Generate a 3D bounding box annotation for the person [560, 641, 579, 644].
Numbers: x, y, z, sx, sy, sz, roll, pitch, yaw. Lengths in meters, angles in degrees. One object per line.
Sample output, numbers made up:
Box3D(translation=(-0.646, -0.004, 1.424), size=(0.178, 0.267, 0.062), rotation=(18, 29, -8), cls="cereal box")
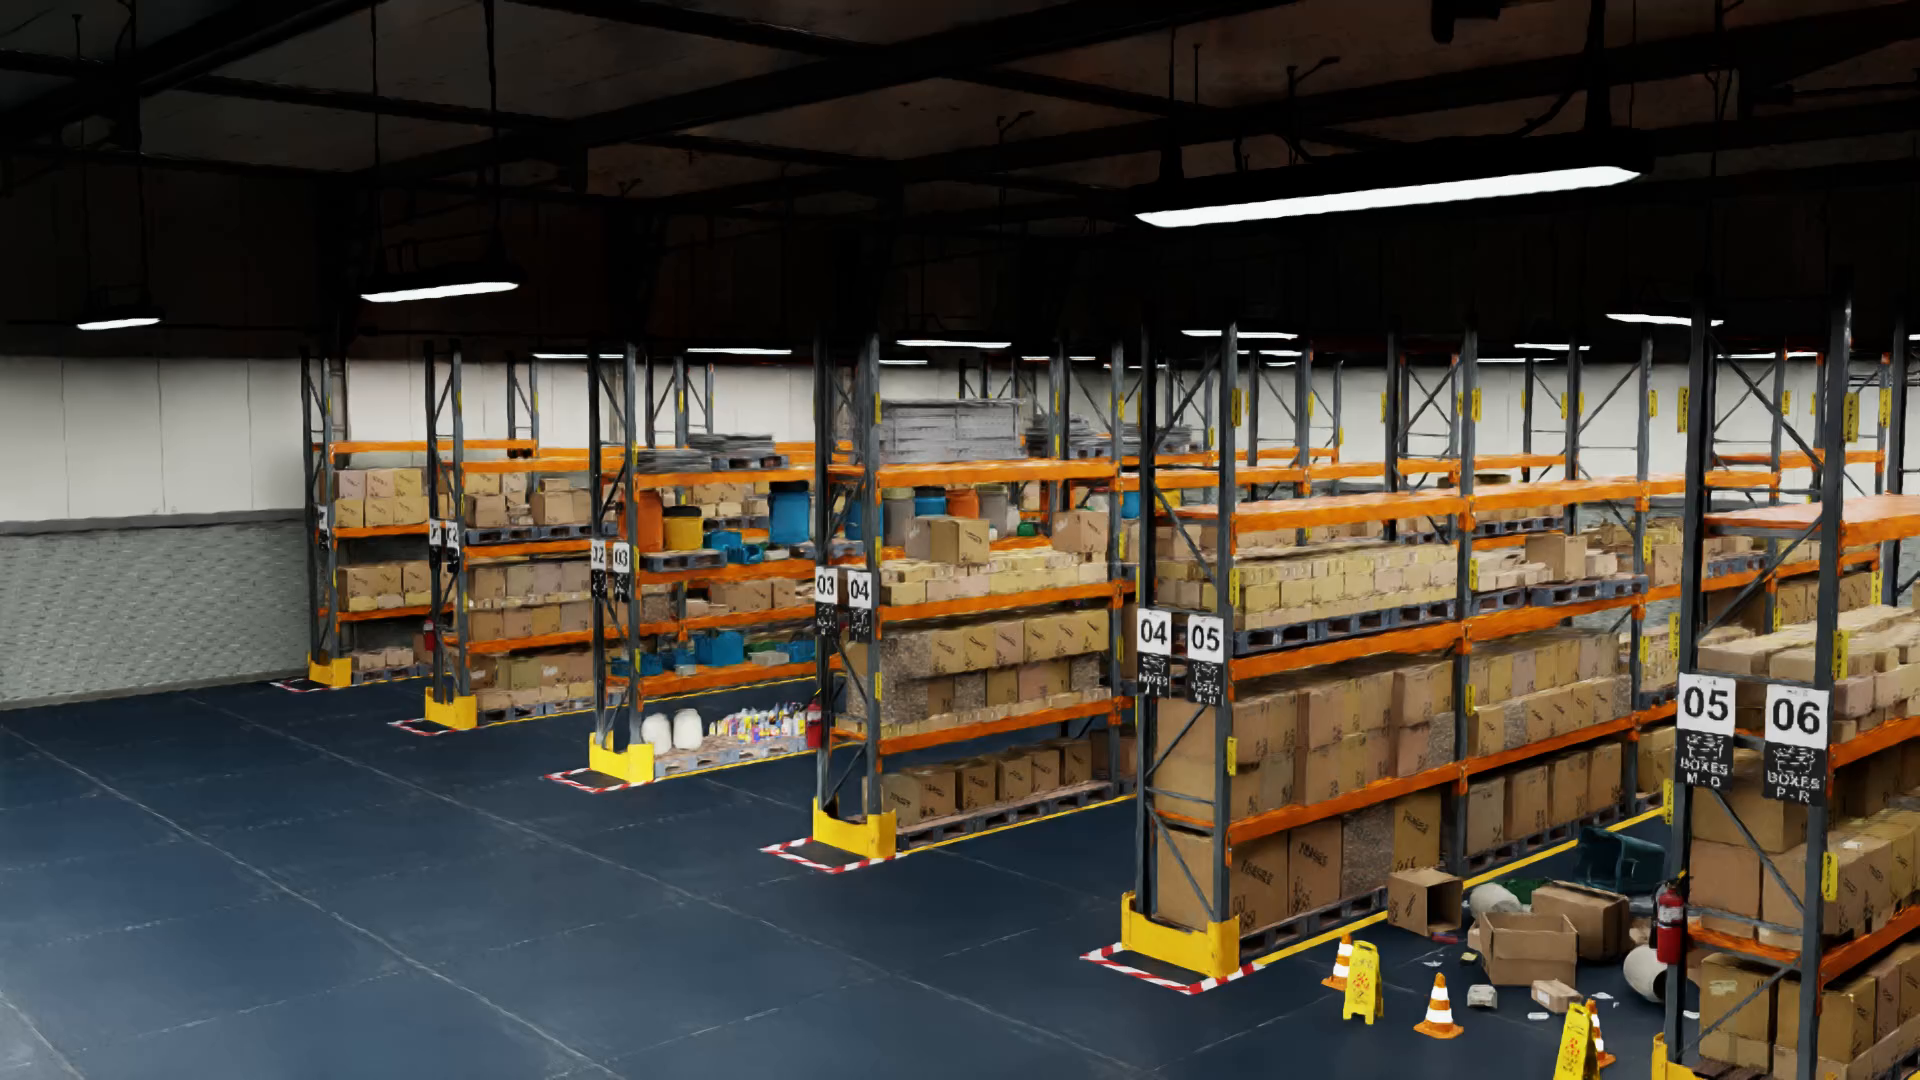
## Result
Box3D(translation=(-6.976, 1.703, 29.514), size=(1.123, 1.706, 0.546), rotation=(-4, 7, -41), cls="person")
